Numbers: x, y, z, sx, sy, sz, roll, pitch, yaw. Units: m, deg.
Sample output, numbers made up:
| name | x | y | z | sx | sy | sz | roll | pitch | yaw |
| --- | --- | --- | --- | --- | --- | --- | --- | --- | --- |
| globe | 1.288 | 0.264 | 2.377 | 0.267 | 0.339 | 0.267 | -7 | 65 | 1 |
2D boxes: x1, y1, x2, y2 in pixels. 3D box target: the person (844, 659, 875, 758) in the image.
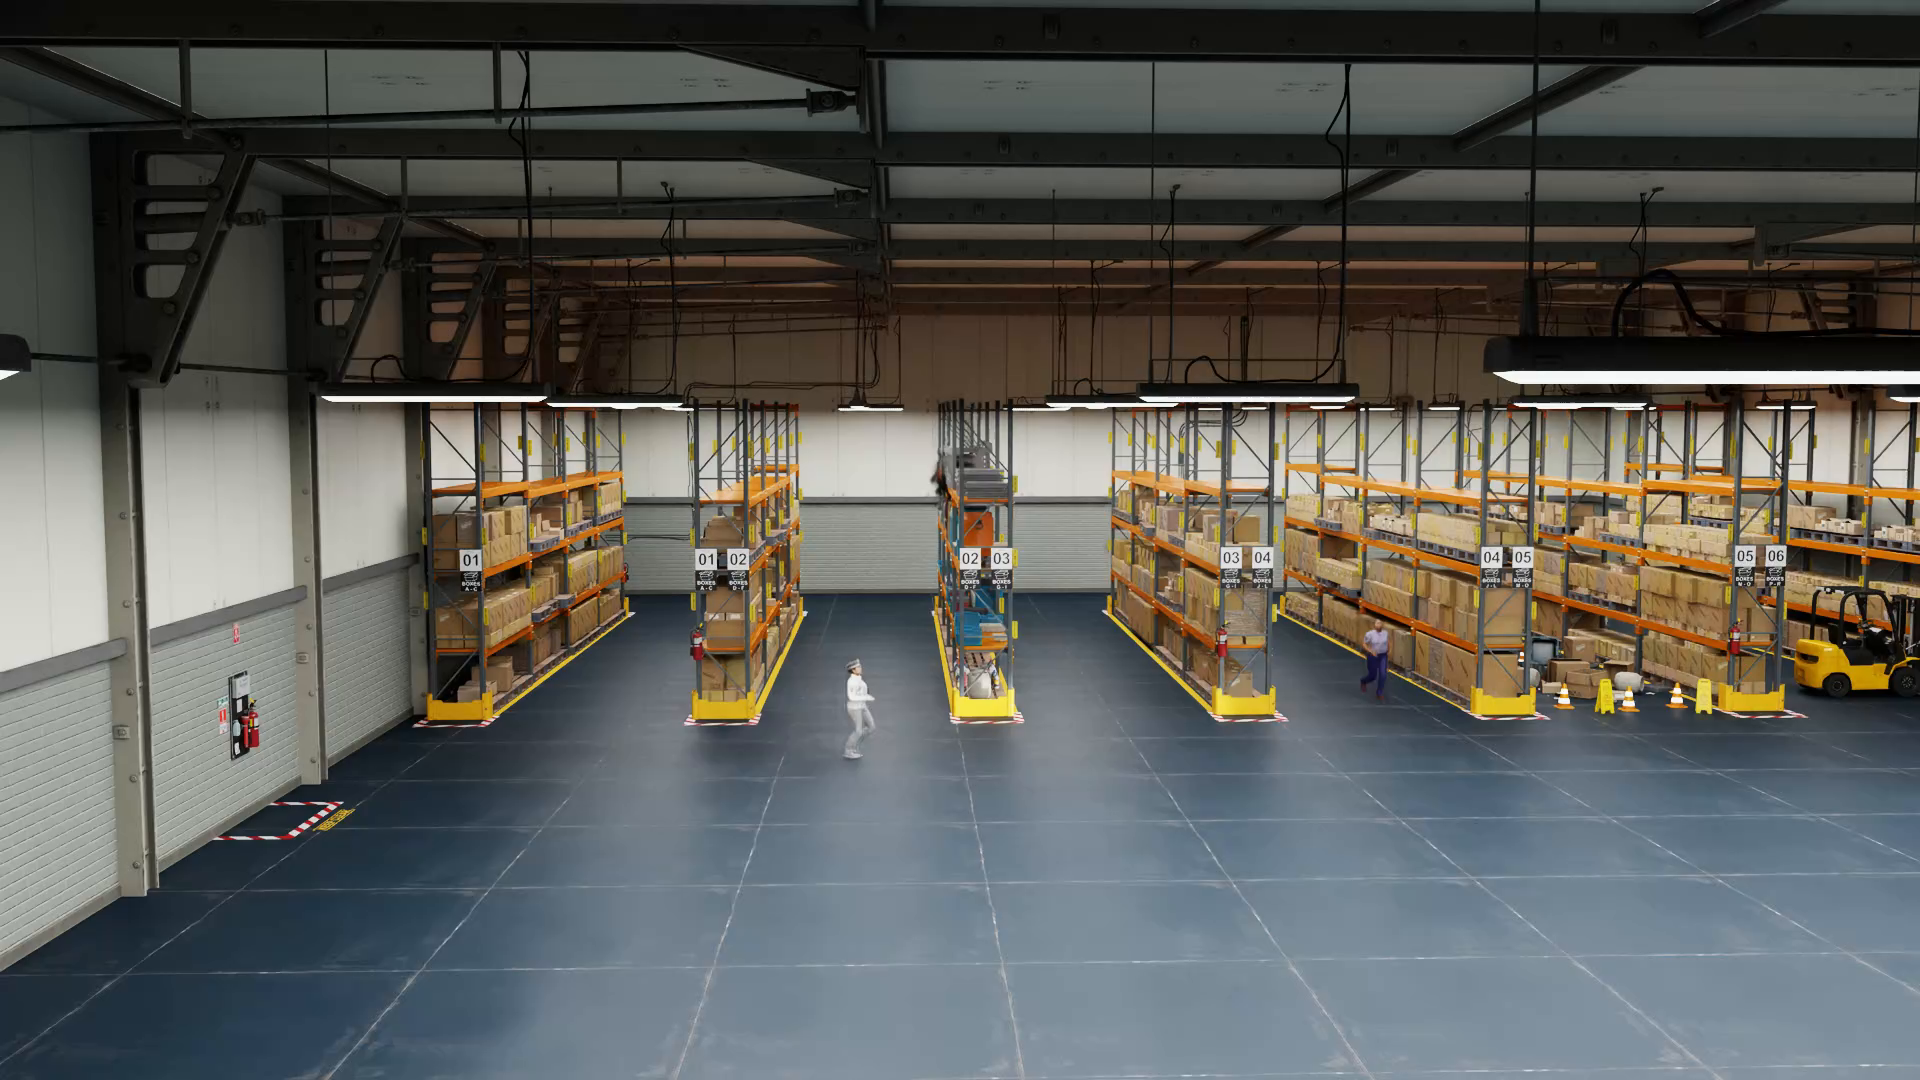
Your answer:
| name | x | y | z | sx | sy | sz | roll | pitch | yaw |
| --- | --- | --- | --- | --- | --- | --- | --- | --- | --- |
| person | -1.644 | 2.791 | 27.538 | 0.579 | 1.653 | 0.600 | 1 | 5 | 17 |

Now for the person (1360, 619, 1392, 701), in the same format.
| name | x | y | z | sx | sy | sz | roll | pitch | yaw |
| --- | --- | --- | --- | --- | --- | --- | --- | --- | --- |
| person | 8.399 | 2.397 | 33.480 | 0.613 | 1.624 | 0.753 | -1 | 4 | -7 |

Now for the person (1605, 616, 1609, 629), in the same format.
| name | x | y | z | sx | sy | sz | roll | pitch | yaw |
| --- | --- | --- | --- | --- | --- | --- | --- | --- | --- |
| person | 16.511 | 1.614 | 42.675 | 0.654 | 1.744 | 0.532 | 0 | 4 | -2 |
